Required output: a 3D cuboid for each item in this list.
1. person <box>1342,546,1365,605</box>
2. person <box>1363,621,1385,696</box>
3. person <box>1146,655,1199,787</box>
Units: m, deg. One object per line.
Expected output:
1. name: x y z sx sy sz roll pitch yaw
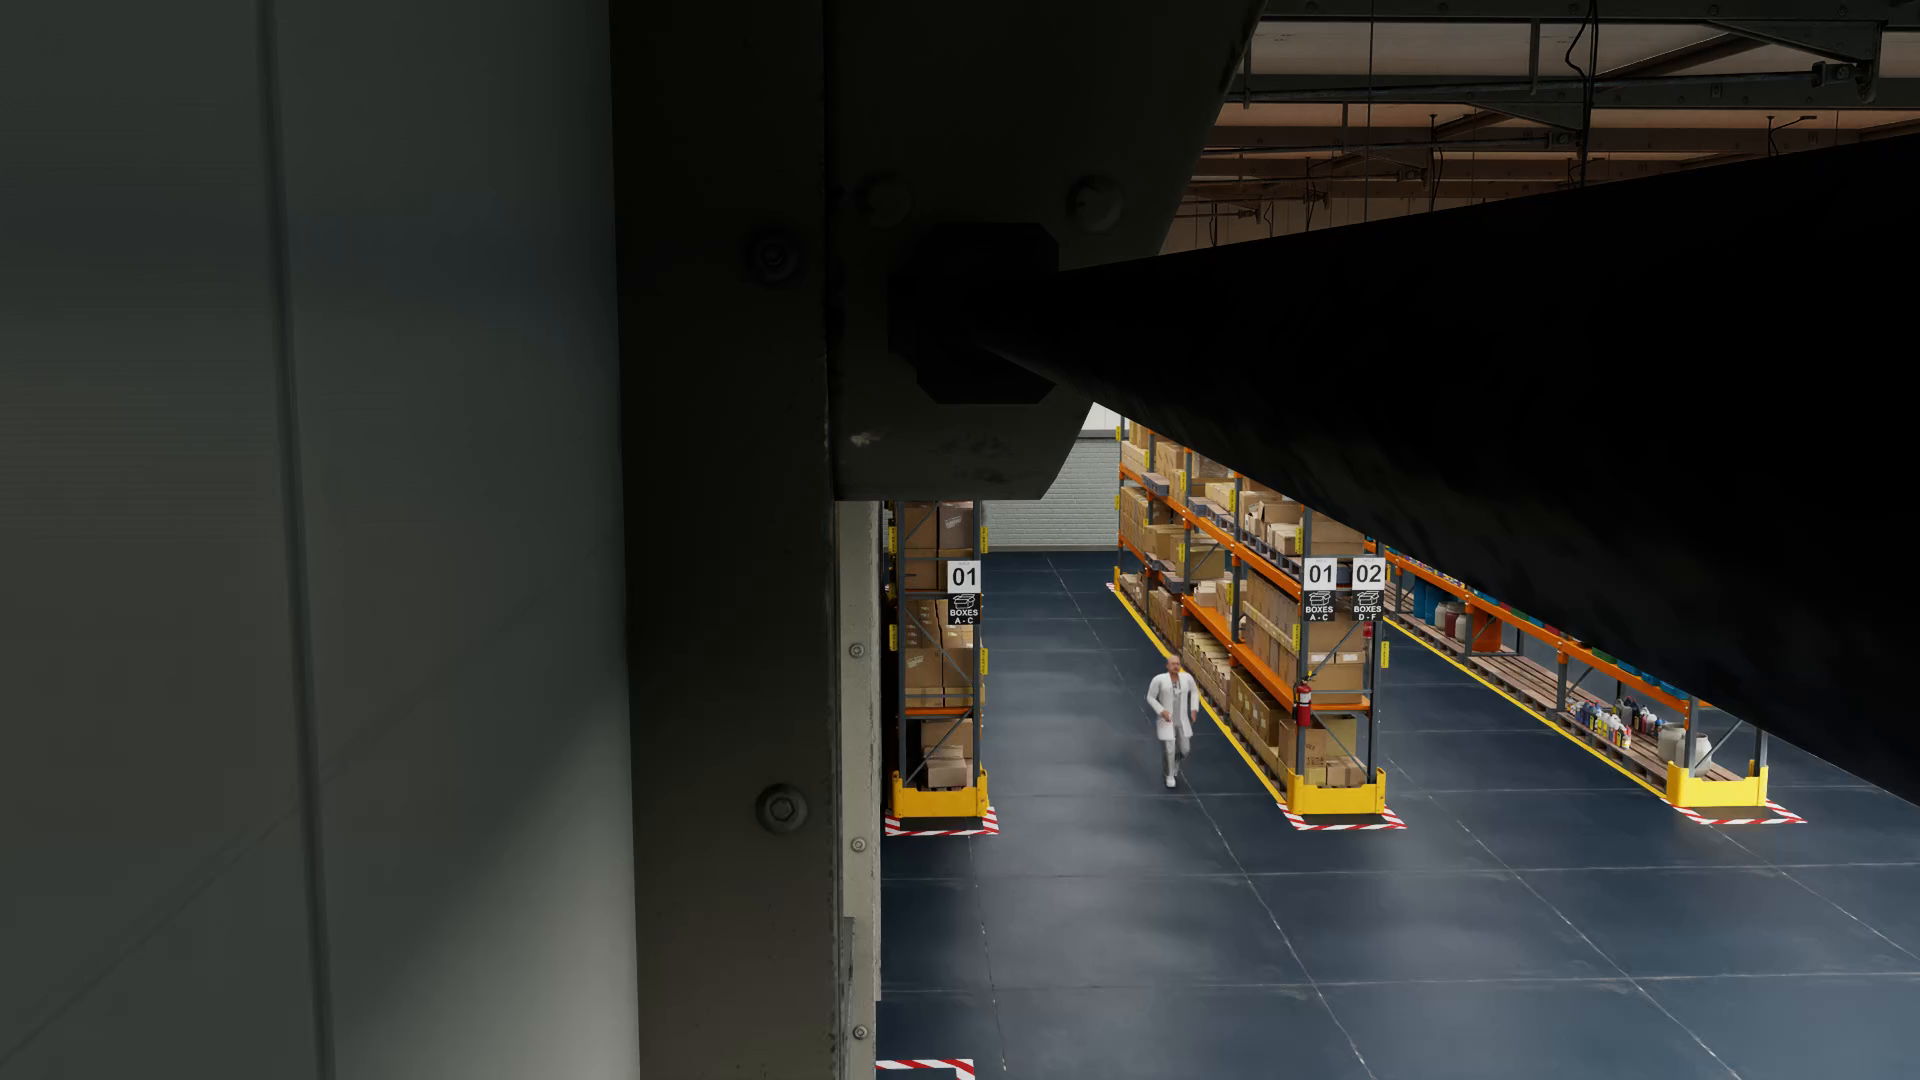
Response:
1. person: 7.688 0.838 32.427 0.779 1.633 0.710 5 9 29
2. person: 6.474 1.666 26.625 0.678 1.785 0.929 -1 8 -8
3. person: 2.801 2.356 21.762 0.736 1.733 0.654 -2 8 -13
